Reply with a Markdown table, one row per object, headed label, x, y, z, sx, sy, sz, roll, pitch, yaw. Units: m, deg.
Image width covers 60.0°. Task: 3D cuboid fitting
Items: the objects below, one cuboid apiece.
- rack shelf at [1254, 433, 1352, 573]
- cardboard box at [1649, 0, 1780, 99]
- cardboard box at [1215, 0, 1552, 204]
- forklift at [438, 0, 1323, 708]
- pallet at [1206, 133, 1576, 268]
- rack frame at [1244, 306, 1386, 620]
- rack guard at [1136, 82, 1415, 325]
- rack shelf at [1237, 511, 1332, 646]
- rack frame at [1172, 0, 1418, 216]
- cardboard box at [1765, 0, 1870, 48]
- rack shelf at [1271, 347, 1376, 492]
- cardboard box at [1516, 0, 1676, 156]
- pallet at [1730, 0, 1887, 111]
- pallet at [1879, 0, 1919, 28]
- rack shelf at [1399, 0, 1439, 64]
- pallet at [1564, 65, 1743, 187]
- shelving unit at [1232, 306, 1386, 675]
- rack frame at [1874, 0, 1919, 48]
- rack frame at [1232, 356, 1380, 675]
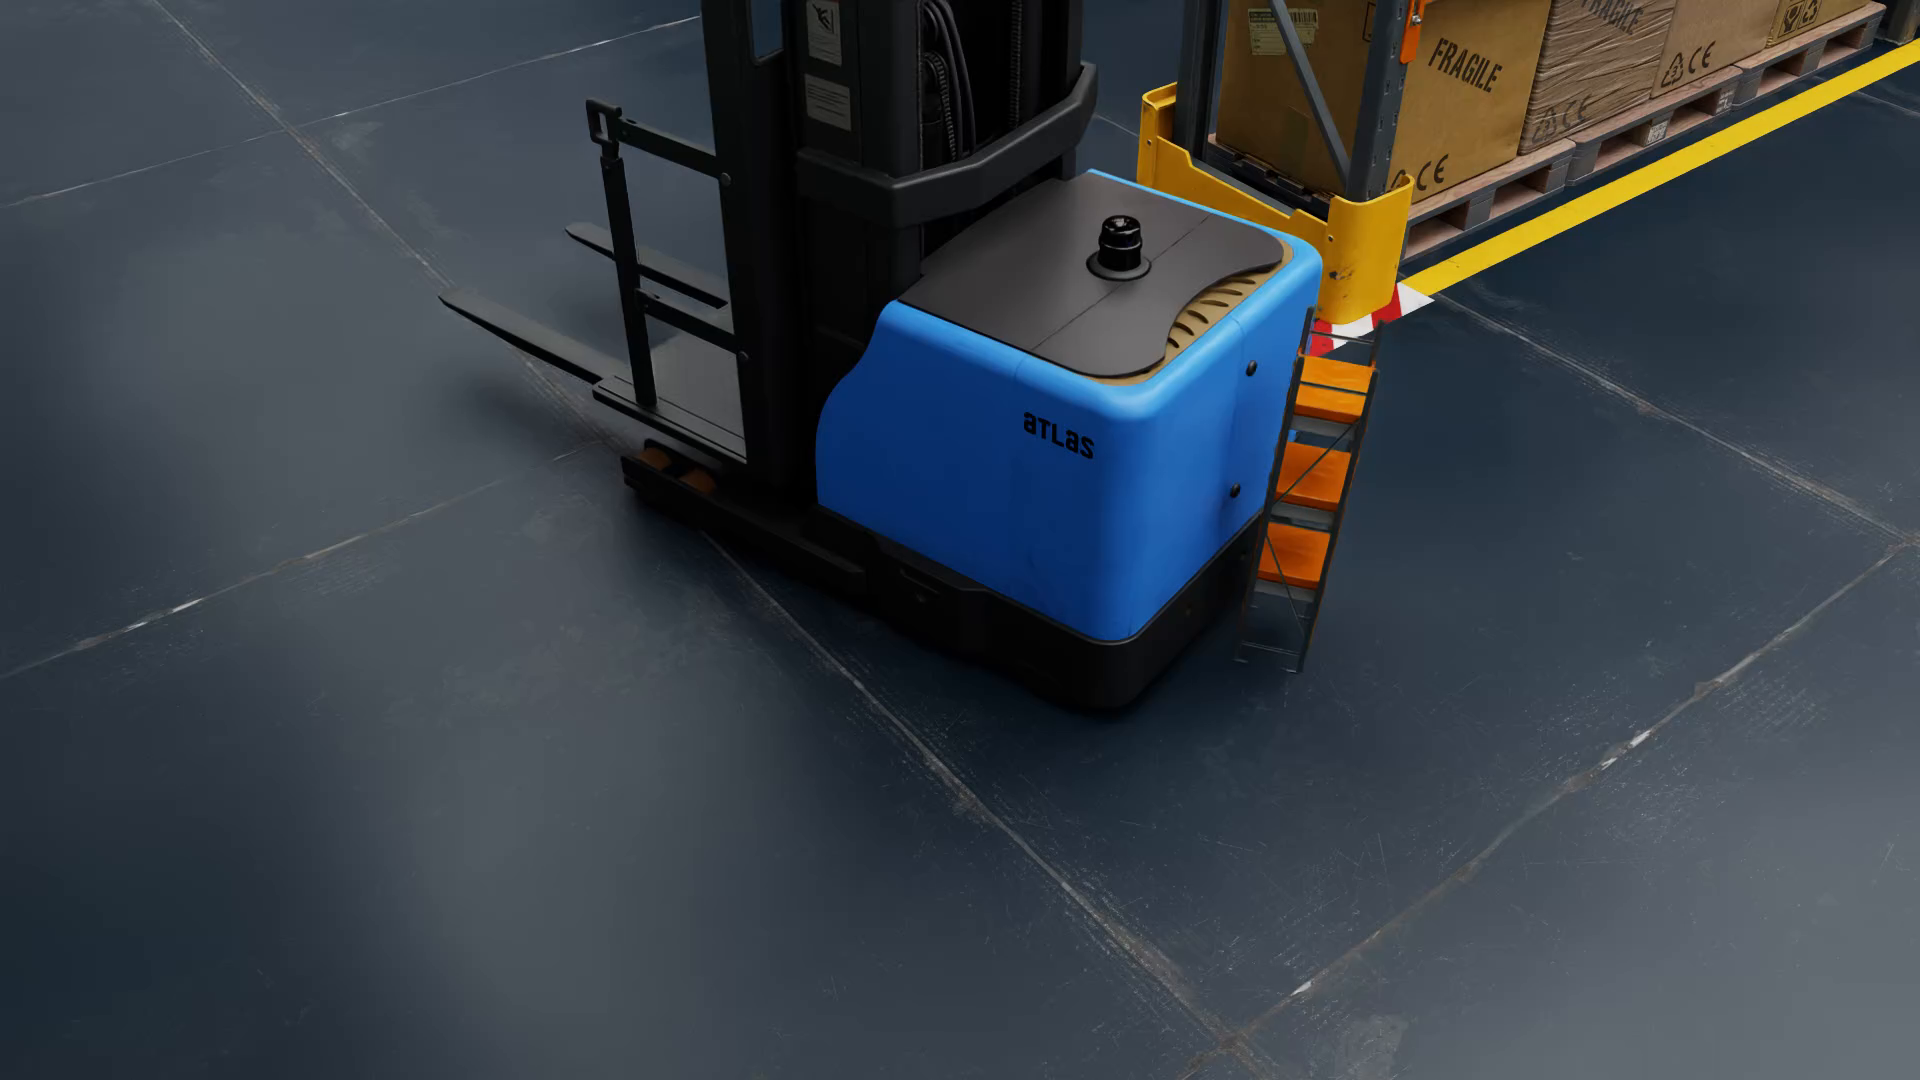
| label | x | y | z | sx | sy | sz | roll | pitch | yaw |
| --- | --- | --- | --- | --- | --- | --- | --- | --- | --- |
| rack shelf | 0.941 | -0.101 | 4.553 | 0.215 | 0.259 | 0.240 | 12 | 41 | 9 |
| cardboard box | 3.096 | -2.643 | 7.451 | 0.875 | 0.875 | 0.875 | -26 | 46 | -28 |
| cardboard box | 1.669 | -1.947 | 6.603 | 0.875 | 0.875 | 0.875 | -26 | 46 | -28 |
| forklift | -0.470 | -1.431 | 4.684 | 3.031 | 2.935 | 1.130 | 26 | 46 | 28 |
| pallet | 1.796 | -1.589 | 7.020 | 1.213 | 0.211 | 1.003 | -26 | 46 | -28 |
| rack frame | 0.972 | -0.184 | 4.638 | 0.200 | 1.050 | 0.008 | 12 | 41 | 9 |
| rack guard | 1.191 | -1.343 | 6.493 | 0.348 | 0.500 | 1.175 | -26 | 46 | -28 |
| rack shelf | 0.927 | 0.111 | 4.732 | 0.215 | 0.259 | 0.240 | 12 | 41 | 9 |
| rack frame | 1.210 | -2.319 | 5.711 | 0.127 | 3.000 | 1.000 | -26 | 46 | -28 |
| cardboard box | 3.810 | -2.991 | 7.875 | 0.875 | 0.875 | 0.875 | -26 | 46 | -28 |
| rack shelf | 0.956 | -0.318 | 4.371 | 0.215 | 0.259 | 0.240 | 12 | 41 | 9 |
| cardboard box | 2.390 | -2.299 | 7.031 | 0.875 | 0.875 | 0.875 | -26 | 46 | -28 |
| pallet | 3.731 | -2.532 | 8.170 | 1.213 | 0.211 | 1.003 | -26 | 46 | -28 |
| pallet | 4.948 | -3.122 | 8.890 | 1.213 | 0.211 | 1.003 | -26 | 46 | -28 |
| rack shelf | 2.796 | -2.813 | 6.882 | 4.000 | 0.370 | 1.077 | -26 | 46 | -28 |
| pallet | 2.763 | -2.058 | 7.592 | 1.213 | 0.211 | 1.003 | -26 | 46 | -28 |
| shelving unit | 0.942 | -0.109 | 4.547 | 0.215 | 1.050 | 0.252 | 12 | 41 | 9 |
| rack frame | 4.382 | -3.864 | 7.596 | 0.127 | 3.000 | 1.000 | -26 | 46 | -28 |
| rack frame | 0.911 | -0.034 | 4.455 | 0.200 | 1.050 | 0.008 | 12 | 41 | 9 |
